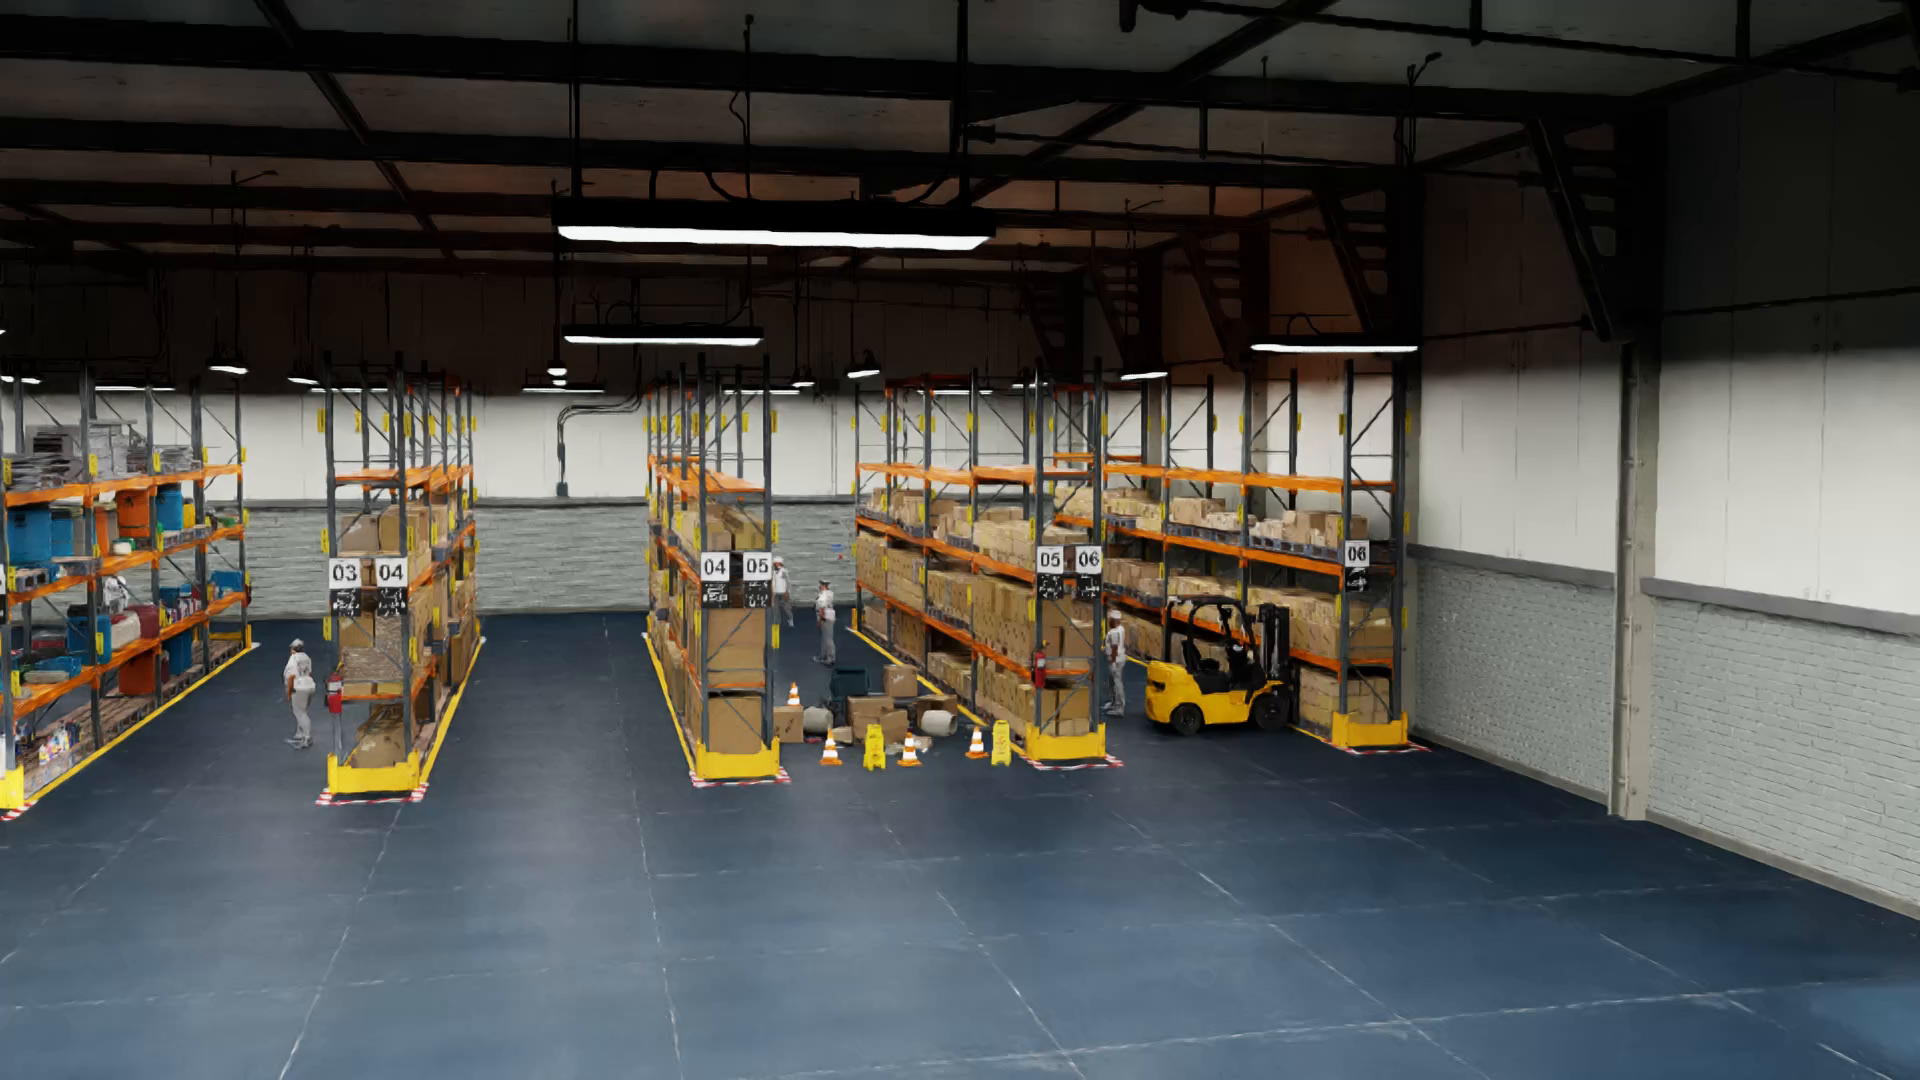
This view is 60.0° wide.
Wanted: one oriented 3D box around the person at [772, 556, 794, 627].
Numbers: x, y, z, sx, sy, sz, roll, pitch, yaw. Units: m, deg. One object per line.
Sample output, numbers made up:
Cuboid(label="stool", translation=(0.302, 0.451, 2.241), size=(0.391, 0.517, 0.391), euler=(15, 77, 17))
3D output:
Cuboid(label="person", translation=(-4.404, 1.270, 41.069), size=(0.576, 1.768, 0.571), euler=(3, 5, 41))

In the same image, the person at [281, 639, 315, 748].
Cuboid(label="person", translation=(-10.300, 2.362, 25.873), size=(0.562, 1.655, 0.595), euler=(0, 4, 5))

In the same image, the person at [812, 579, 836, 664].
Cuboid(label="person", translation=(-2.856, 1.690, 34.854), size=(0.597, 1.746, 0.667), euler=(1, 4, 10))

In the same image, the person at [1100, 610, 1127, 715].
Cuboid(label="person", translation=(2.634, 2.096, 28.744), size=(0.493, 1.785, 0.616), euler=(1, 4, 16))

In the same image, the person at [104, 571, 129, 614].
Cuboid(label="person", translation=(-20.243, 1.414, 39.870), size=(0.495, 1.586, 1.086), euler=(-1, 4, -11))
